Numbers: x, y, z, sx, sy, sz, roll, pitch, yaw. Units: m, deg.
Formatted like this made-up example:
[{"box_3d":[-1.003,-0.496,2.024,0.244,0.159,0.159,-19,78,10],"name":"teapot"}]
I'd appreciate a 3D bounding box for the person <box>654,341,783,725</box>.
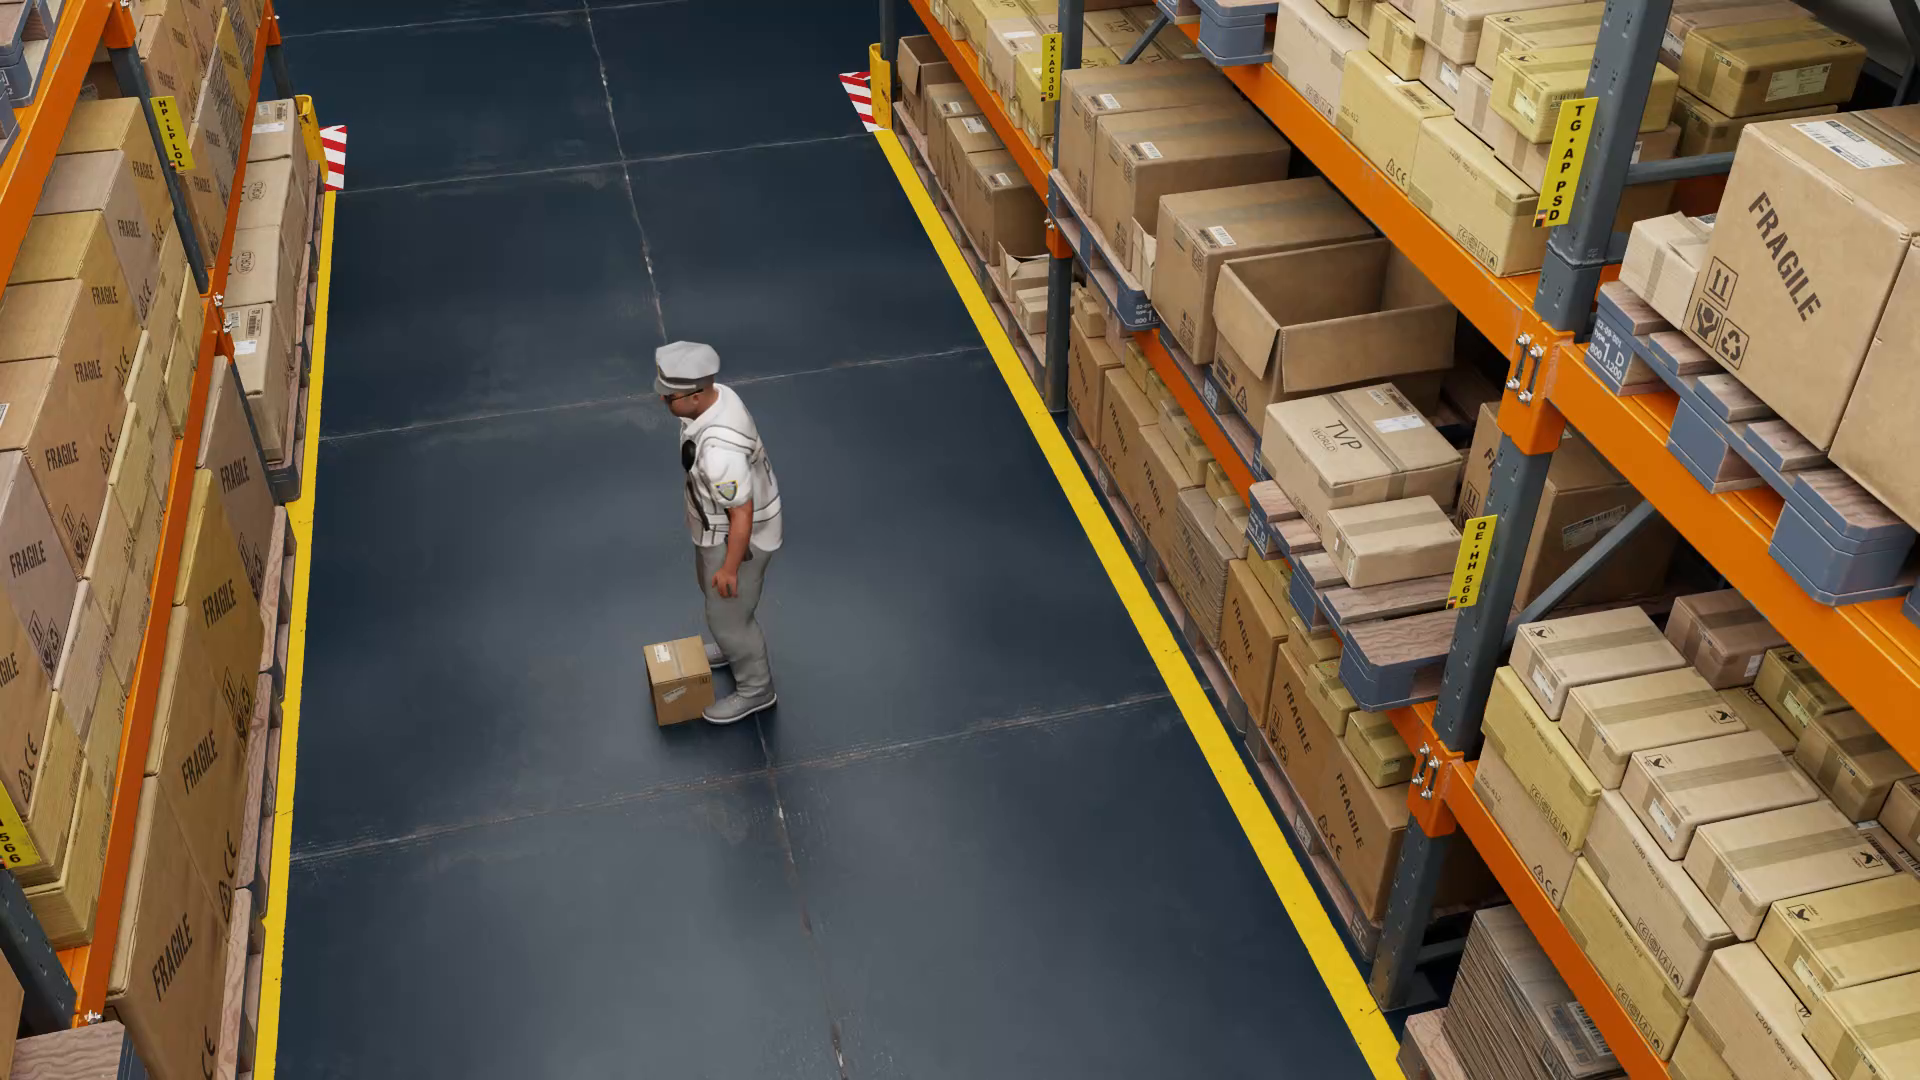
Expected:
[{"box_3d":[-0.945,-0.037,6.755,0.435,1.748,0.593,-10,39,-13],"name":"person"}]
